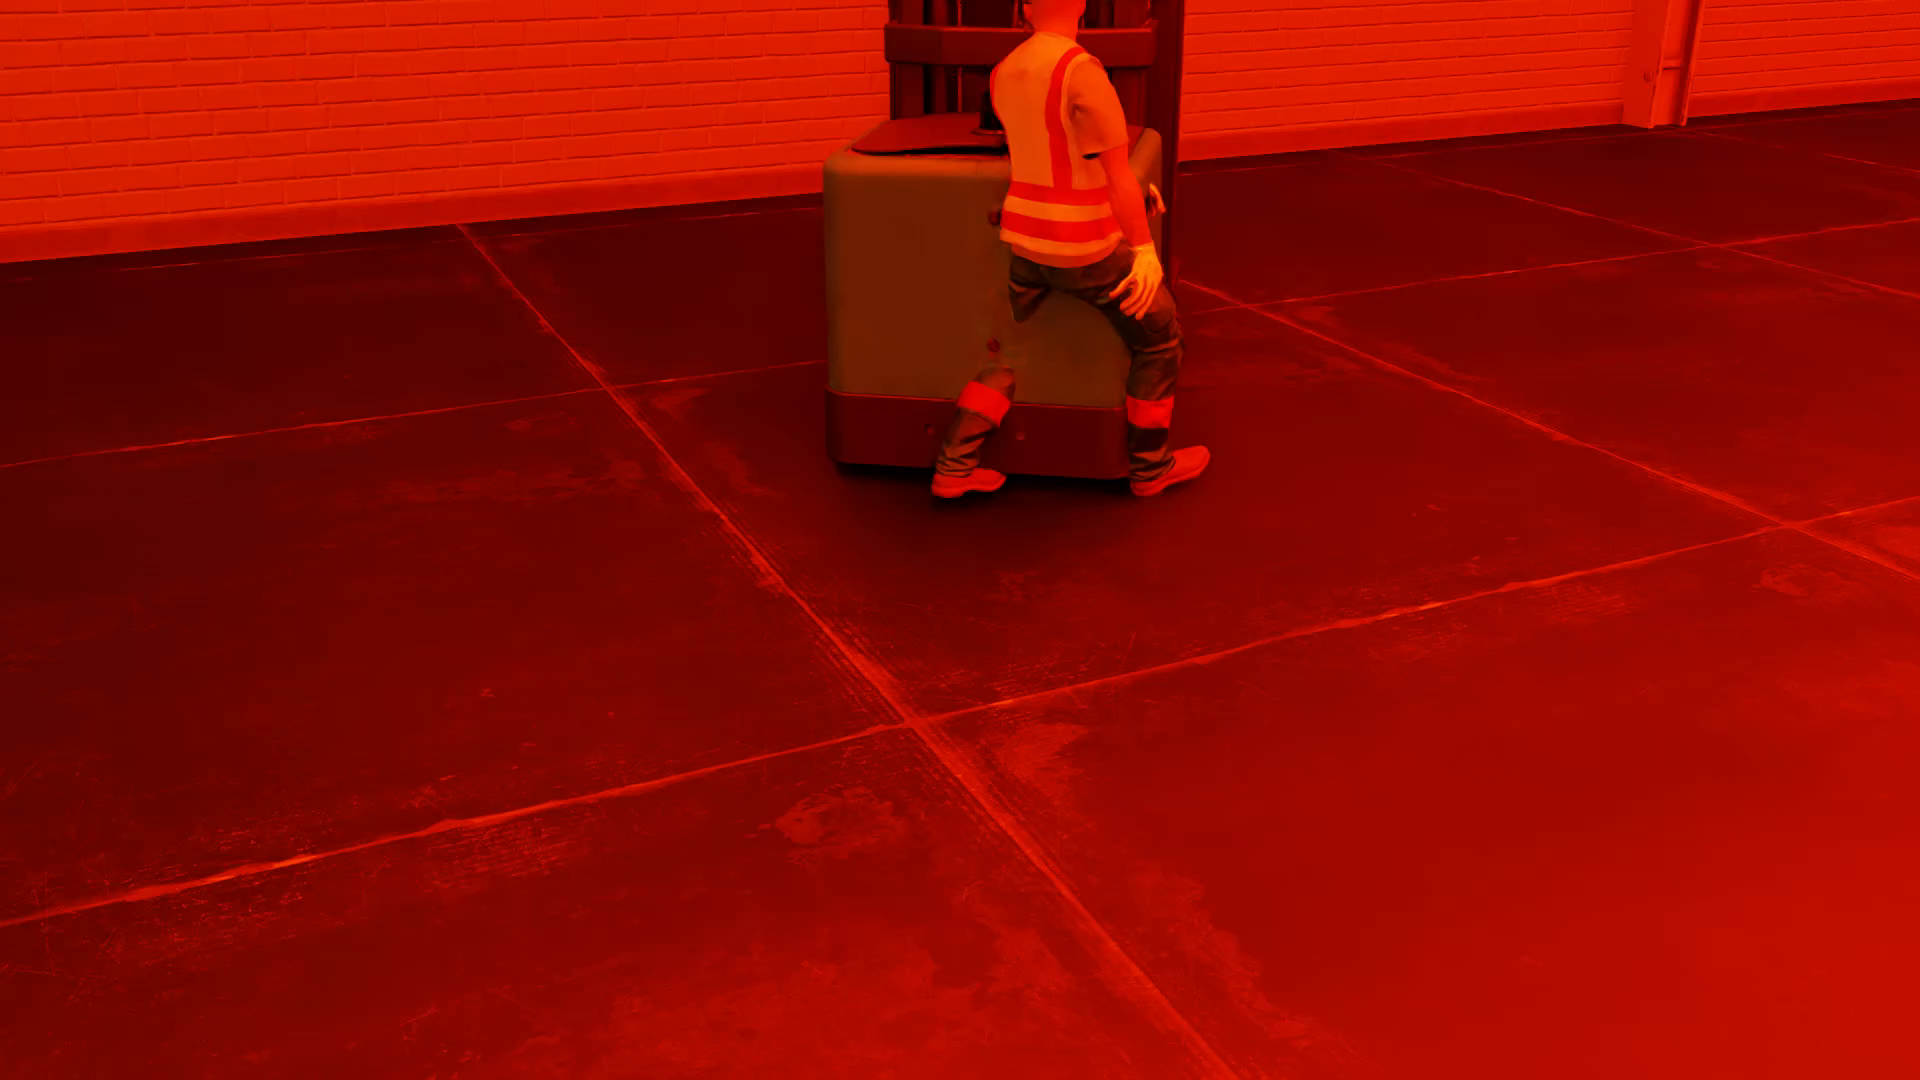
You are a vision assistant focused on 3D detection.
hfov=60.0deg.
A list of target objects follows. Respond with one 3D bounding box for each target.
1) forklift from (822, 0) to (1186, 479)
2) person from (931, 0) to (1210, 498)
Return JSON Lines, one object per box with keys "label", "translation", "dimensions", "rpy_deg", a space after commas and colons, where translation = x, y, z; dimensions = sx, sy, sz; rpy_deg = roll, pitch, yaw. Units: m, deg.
{"label": "forklift", "translation": [0.324, -2.083, 6.301], "dimensions": [1.130, 2.935, 3.031], "rpy_deg": [4, 23, 10]}
{"label": "person", "translation": [0.402, -0.915, 5.114], "dimensions": [0.832, 1.716, 0.714], "rpy_deg": [-20, 30, -39]}
